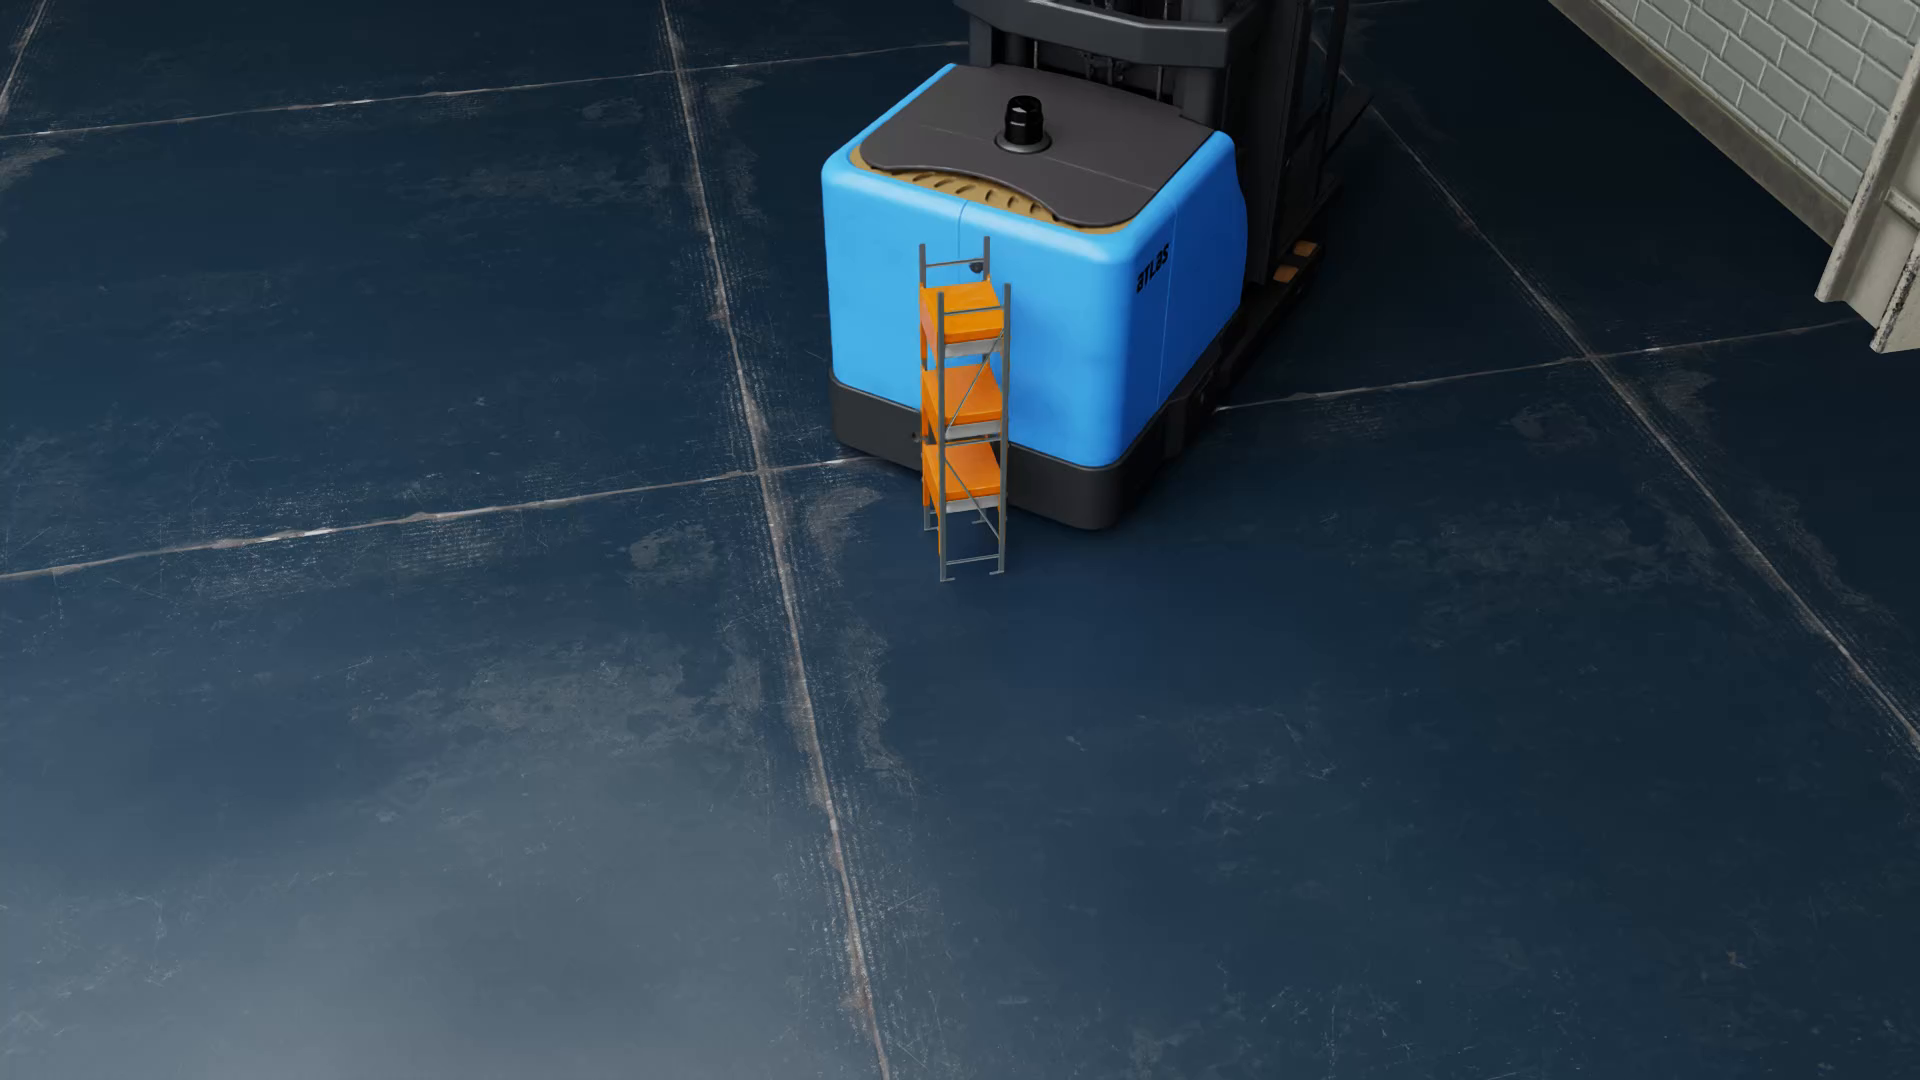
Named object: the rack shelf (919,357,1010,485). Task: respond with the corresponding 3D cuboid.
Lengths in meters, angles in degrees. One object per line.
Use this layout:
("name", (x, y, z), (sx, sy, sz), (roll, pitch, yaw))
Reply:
("rack shelf", (0.012, -0.350, 4.869), (0.215, 0.259, 0.240), (-8, 42, -9))

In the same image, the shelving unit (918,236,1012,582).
("shelving unit", (0.012, -0.358, 4.862), (0.215, 1.050, 0.252), (-8, 42, -9))

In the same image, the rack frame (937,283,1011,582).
("rack frame", (0.038, -0.279, 4.773), (0.200, 1.050, 0.008), (-8, 42, -9))

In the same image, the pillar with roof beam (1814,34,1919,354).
("pillar with roof beam", (-0.779, -3.573, 2.496), (9.100, 9.000, 0.400), (-8, 42, -9))

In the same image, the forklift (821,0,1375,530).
("forklift", (0.735, -2.094, 5.401), (1.130, 2.935, 3.031), (20, 46, 22))

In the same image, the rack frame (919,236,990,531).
("rack frame", (-0.015, -0.437, 4.951), (0.200, 1.050, 0.008), (-8, 42, -9))

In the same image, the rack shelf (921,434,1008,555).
("rack shelf", (0.012, -0.142, 5.054), (0.215, 0.259, 0.240), (-8, 42, -9))

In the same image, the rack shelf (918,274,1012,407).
("rack shelf", (0.012, -0.562, 4.681), (0.215, 0.259, 0.240), (-8, 42, -9))
